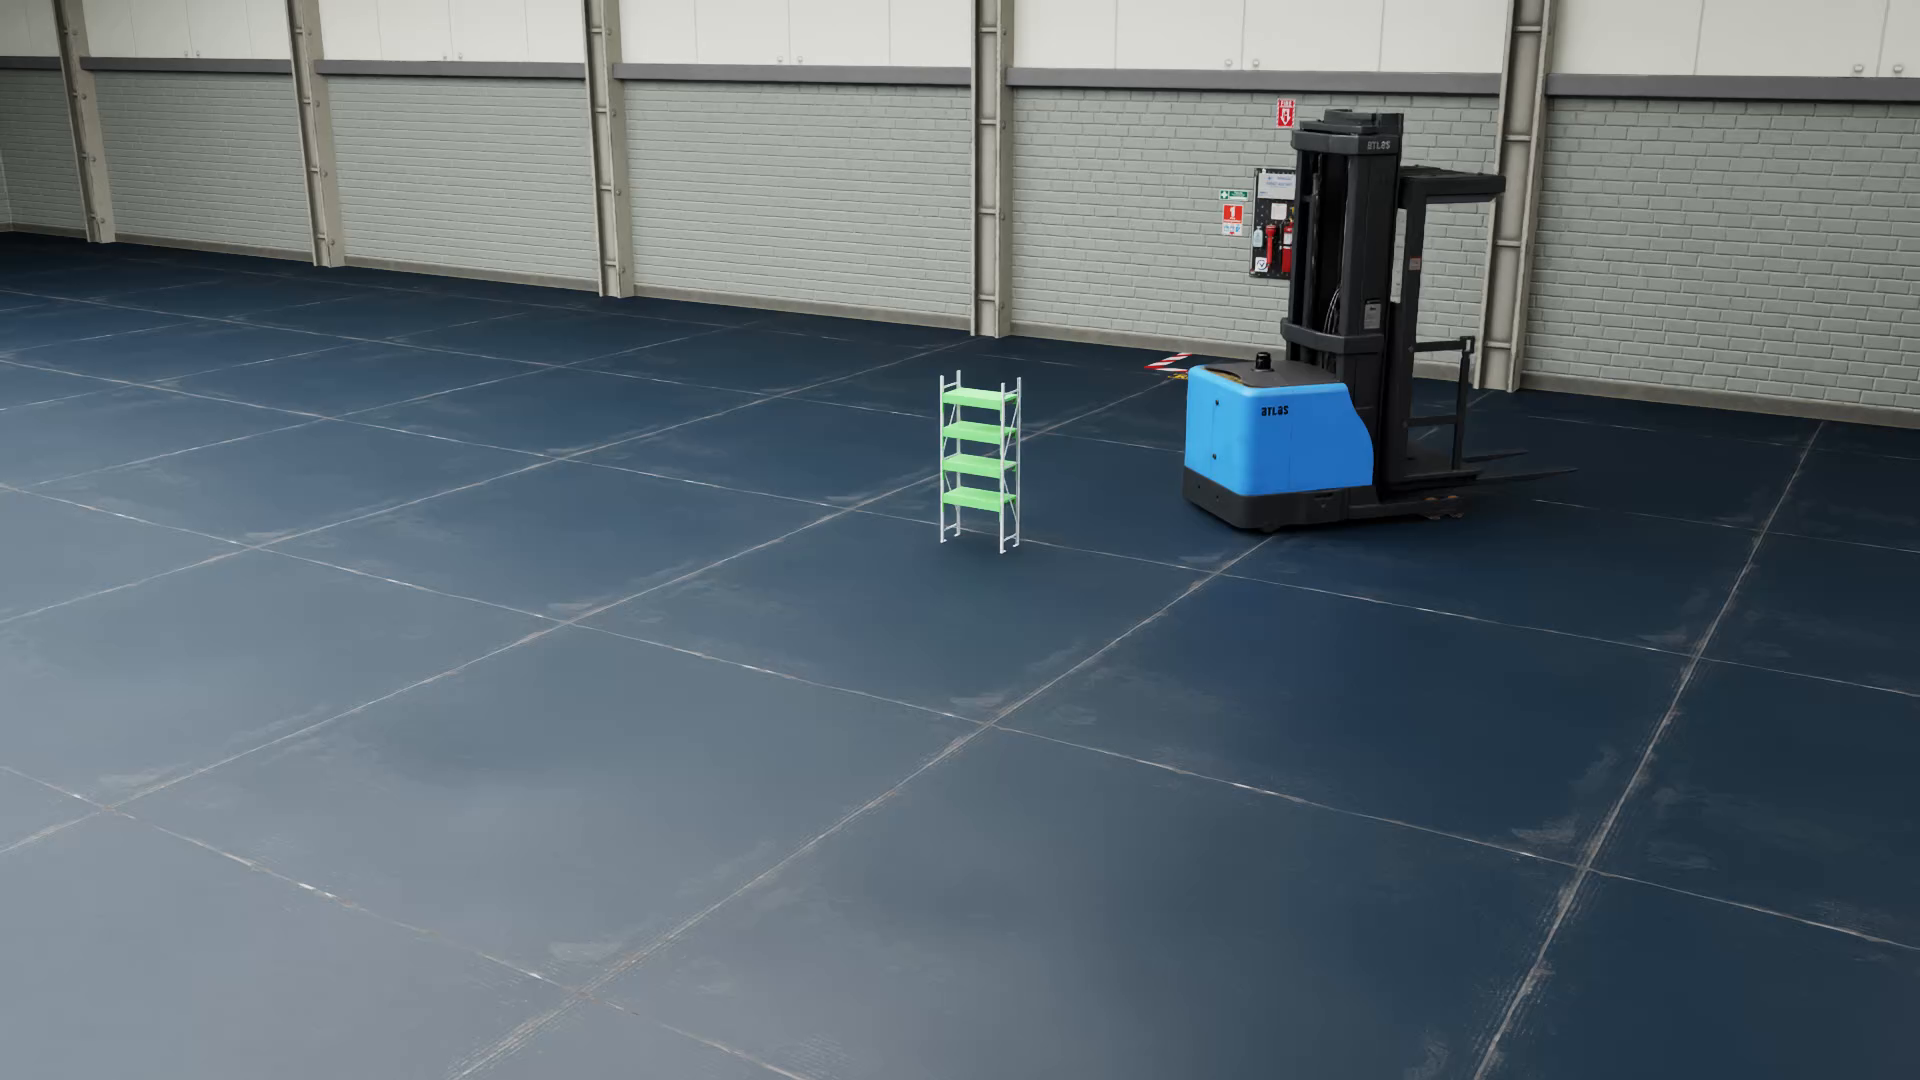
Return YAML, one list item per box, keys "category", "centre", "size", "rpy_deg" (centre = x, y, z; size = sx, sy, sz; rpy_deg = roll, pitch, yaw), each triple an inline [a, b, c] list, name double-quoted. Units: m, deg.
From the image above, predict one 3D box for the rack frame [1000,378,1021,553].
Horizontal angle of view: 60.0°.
- category: "rack frame"
  centre: [0.349, -0.512, 11.502]
  size: [0.015, 1.200, 0.240]
  rpy_deg: [10, 20, 30]

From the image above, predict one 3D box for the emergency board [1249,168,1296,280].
- category: "emergency board"
  centre: [3.400, -3.377, 17.837]
  size: [0.643, 1.169, 0.194]
  rpy_deg: [10, 20, 30]

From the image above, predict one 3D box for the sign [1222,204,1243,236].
- category: "sign"
  centre: [2.982, -3.504, 18.193]
  size: [0.234, 0.329, 0.001]
  rpy_deg: [10, 20, 30]

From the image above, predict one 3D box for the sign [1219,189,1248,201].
- category: "sign"
  centre: [2.982, -3.754, 18.106]
  size: [0.331, 0.109, 0.001]
  rpy_deg: [10, 20, 30]

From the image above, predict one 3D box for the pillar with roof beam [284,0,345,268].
- category: "pillar with roof beam"
  centre: [-12.106, -7.534, 21.200]
  size: [0.400, 9.000, 9.100]
  rpy_deg: [10, 20, 30]

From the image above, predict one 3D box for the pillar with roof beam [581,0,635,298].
- category: "pillar with roof beam"
  centre: [-6.993, -6.621, 18.195]
  size: [0.400, 9.000, 9.100]
  rpy_deg: [10, 20, 30]

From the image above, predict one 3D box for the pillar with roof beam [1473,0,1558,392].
- category: "pillar with roof beam"
  centre: [3.232, -4.796, 12.186]
  size: [0.400, 9.000, 9.100]
  rpy_deg: [10, 20, 30]

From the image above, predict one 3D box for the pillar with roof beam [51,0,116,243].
- category: "pillar with roof beam"
  centre: [-17.219, -8.446, 24.204]
  size: [0.400, 9.000, 9.100]
  rpy_deg: [10, 20, 30]

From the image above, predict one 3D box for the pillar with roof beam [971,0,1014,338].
- category: "pillar with roof beam"
  centre: [-1.880, -5.708, 15.191]
  size: [0.400, 9.000, 9.100]
  rpy_deg: [10, 20, 30]

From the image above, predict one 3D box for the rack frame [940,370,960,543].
- category: "rack frame"
  centre: [-0.067, -0.586, 11.746]
  size: [0.015, 1.200, 0.240]
  rpy_deg: [10, 20, 30]

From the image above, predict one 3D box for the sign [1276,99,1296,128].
- category: "sign"
  centre: [3.445, -4.512, 17.585]
  size: [0.199, 0.298, 0.001]
  rpy_deg: [10, 20, 30]

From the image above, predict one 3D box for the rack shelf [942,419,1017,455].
- category: "rack shelf"
  centre: [0.141, -0.717, 11.573]
  size: [0.480, 0.148, 0.258]
  rpy_deg: [10, 20, 30]

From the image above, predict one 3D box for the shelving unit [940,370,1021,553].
- category: "shelving unit"
  centre: [0.141, -0.549, 11.624]
  size: [0.503, 1.200, 0.258]
  rpy_deg: [10, 20, 30]

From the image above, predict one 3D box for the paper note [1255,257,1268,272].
- category: "paper note"
  centre: [3.285, -2.999, 18.110]
  size: [0.142, 0.148, 0.016]
  rpy_deg: [10, 20, 30]

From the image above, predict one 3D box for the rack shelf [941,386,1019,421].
- category: "rack shelf"
  centre: [0.141, -0.947, 11.503]
  size: [0.480, 0.148, 0.258]
  rpy_deg: [10, 20, 30]

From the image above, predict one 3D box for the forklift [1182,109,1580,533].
- category: "forklift"
  centre: [3.276, -1.690, 12.403]
  size: [3.031, 2.935, 1.130]
  rpy_deg: [-6, 18, -18]

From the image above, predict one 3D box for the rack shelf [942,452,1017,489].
- category: "rack shelf"
  centre: [0.141, -0.488, 11.642]
  size: [0.480, 0.148, 0.258]
  rpy_deg: [10, 20, 30]

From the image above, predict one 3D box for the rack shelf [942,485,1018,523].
- category: "rack shelf"
  centre: [0.141, -0.258, 11.712]
  size: [0.480, 0.148, 0.258]
  rpy_deg: [10, 20, 30]
